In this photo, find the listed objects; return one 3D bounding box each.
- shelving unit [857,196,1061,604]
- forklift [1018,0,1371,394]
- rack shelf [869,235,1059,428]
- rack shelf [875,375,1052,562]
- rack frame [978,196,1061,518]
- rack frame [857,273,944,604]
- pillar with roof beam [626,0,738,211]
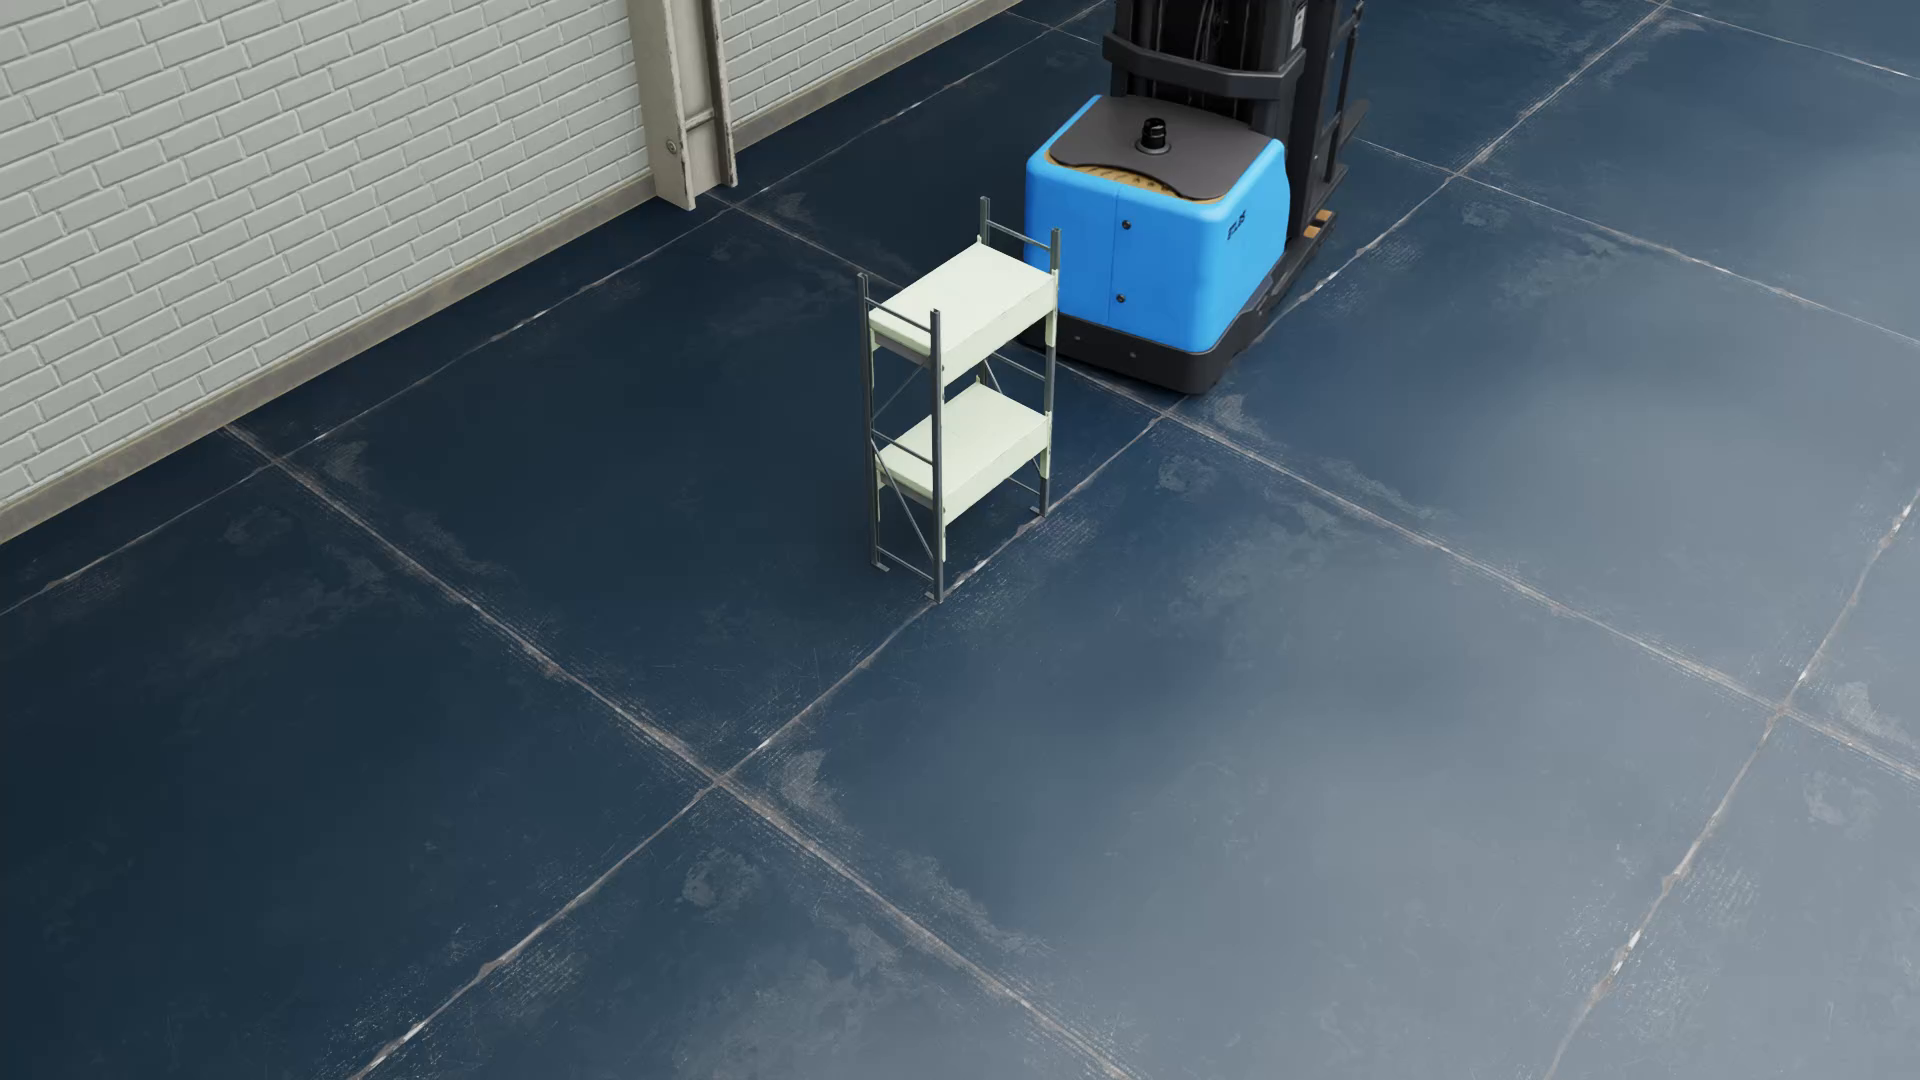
[{"bbox_3d":[0.004,-0.558,6.932,0.431,1.500,0.755,29,50,28],"label":"shelving unit"},{"bbox_3d":[1.447,-2.779,8.310,1.130,2.935,3.031,20,46,21],"label":"forklift"},{"bbox_3d":[0.004,-0.847,6.669,0.431,0.370,0.720,29,50,28],"label":"rack shelf"},{"bbox_3d":[0.004,-0.317,7.151,0.431,0.370,0.720,29,50,28],"label":"rack shelf"},{"bbox_3d":[0.240,-0.747,7.139,0.400,1.500,0.023,29,50,28],"label":"rack frame"},{"bbox_3d":[-0.231,-0.370,6.724,0.400,1.500,0.023,29,50,28],"label":"rack frame"},{"bbox_3d":[1.757,-3.513,4.607,9.100,9.000,0.400,29,50,28],"label":"pillar with roof beam"}]
